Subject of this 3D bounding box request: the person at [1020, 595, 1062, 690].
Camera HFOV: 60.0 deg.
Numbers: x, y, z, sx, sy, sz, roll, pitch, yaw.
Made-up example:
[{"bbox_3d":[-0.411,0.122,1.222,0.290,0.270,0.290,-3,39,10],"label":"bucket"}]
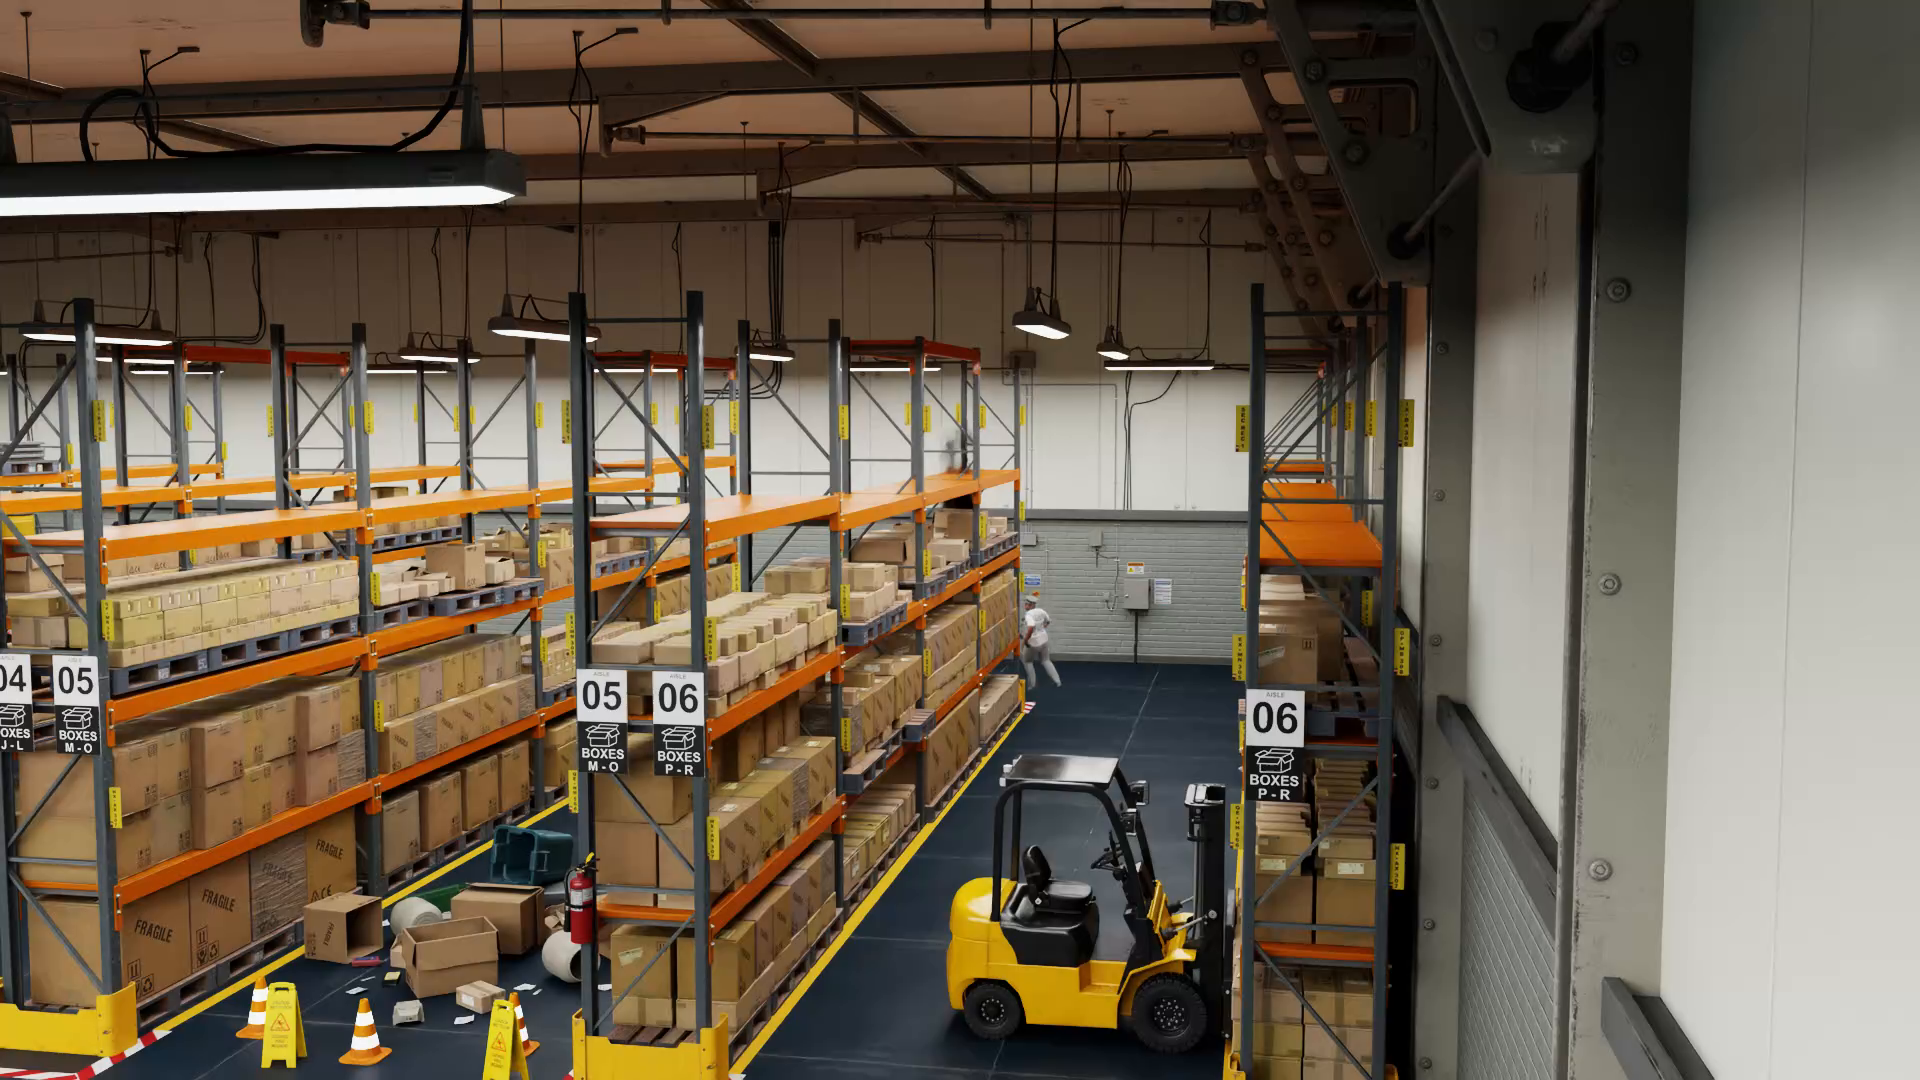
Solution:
[{"bbox_3d":[1.325,1.837,29.355,0.797,1.762,0.811,4,6,43],"label":"person"}]
